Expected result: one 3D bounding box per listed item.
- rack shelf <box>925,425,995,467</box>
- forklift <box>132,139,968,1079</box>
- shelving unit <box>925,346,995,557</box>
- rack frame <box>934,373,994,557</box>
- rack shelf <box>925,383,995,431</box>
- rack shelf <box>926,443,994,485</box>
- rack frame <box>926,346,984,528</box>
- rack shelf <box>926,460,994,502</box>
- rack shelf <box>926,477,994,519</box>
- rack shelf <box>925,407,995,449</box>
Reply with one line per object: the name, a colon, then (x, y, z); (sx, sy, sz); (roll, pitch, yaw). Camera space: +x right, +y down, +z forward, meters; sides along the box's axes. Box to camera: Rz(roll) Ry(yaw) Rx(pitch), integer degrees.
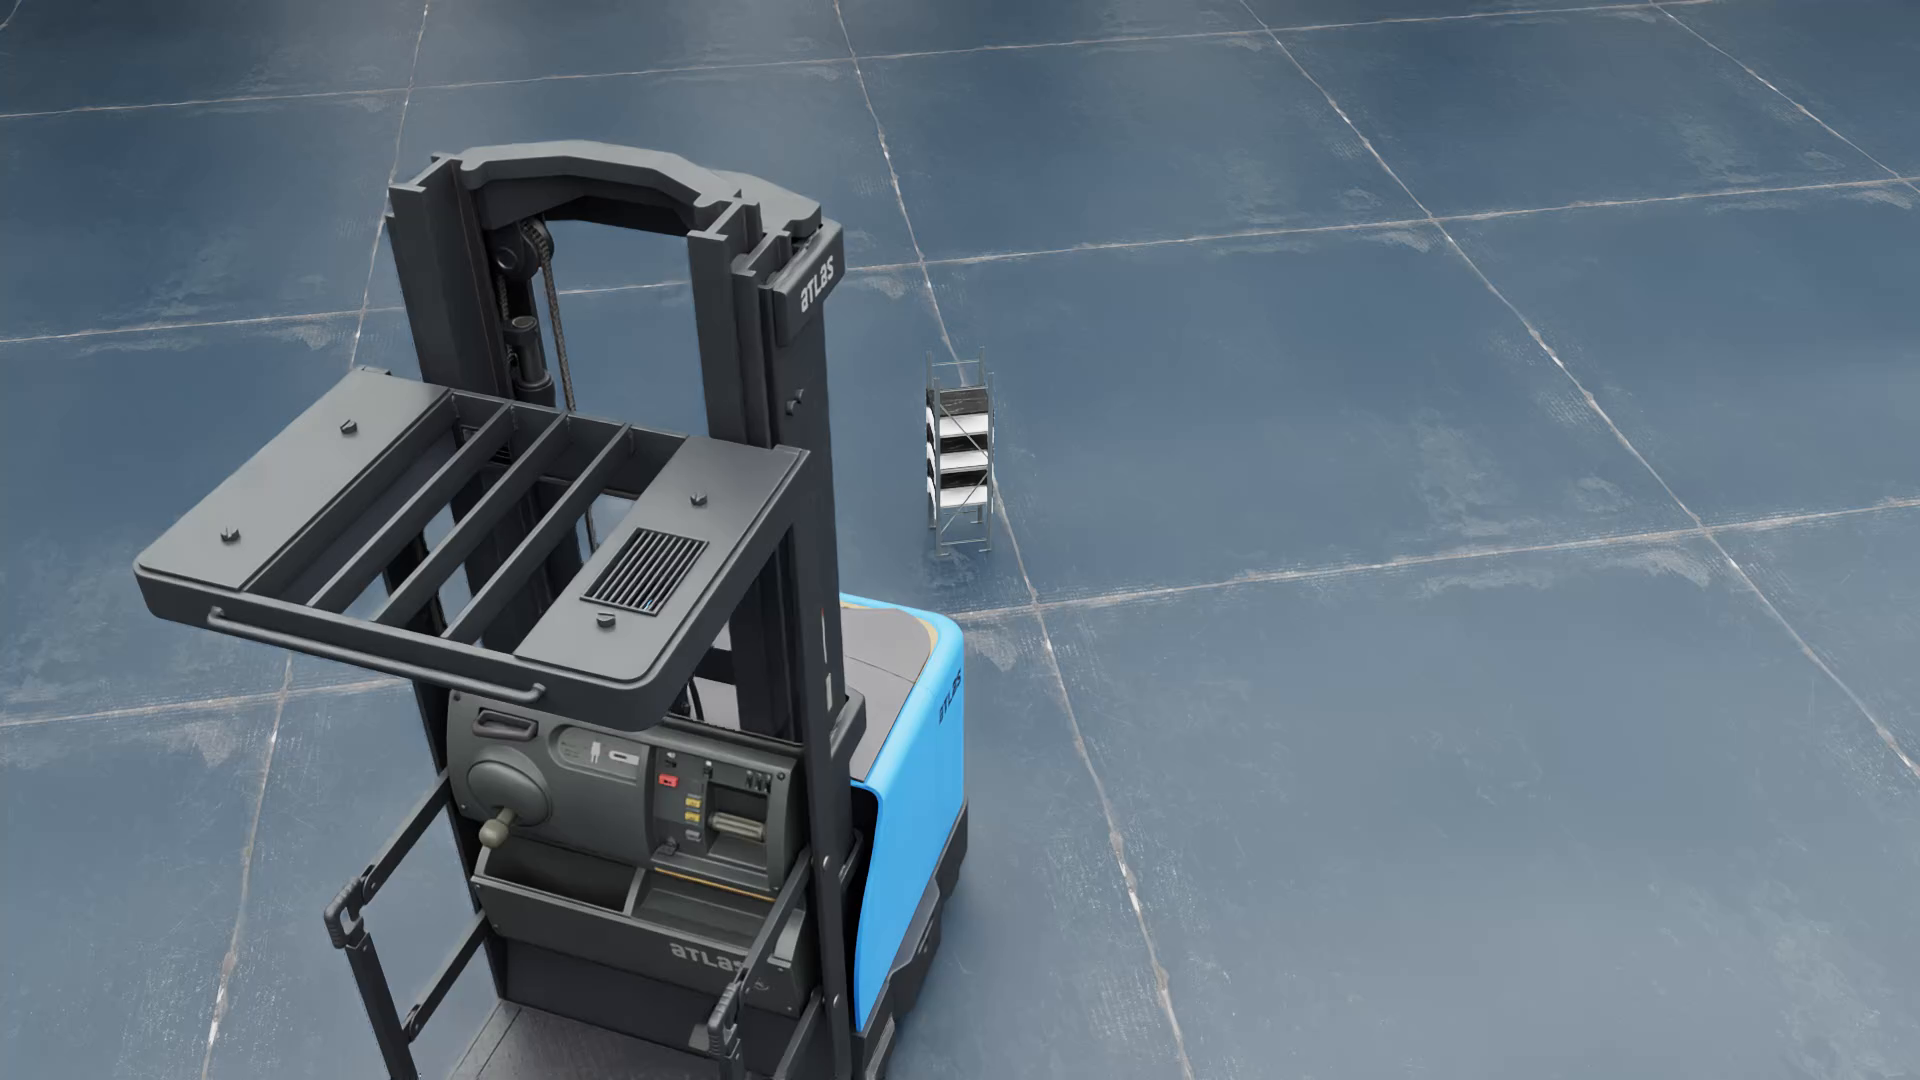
rack shelf: (-0.001, -0.405, 6.945); (0.258, 0.077, 0.200); (-6, 38, -8)
forklift: (-0.917, 0.700, 3.960); (1.130, 2.935, 3.031); (11, 39, 14)
shelving unit: (-0.001, -0.360, 6.980); (0.258, 0.900, 0.210); (-6, 38, -8)
rack frame: (0.016, -0.299, 6.901); (0.240, 0.900, 0.006); (-6, 38, -8)
rack shelf: (-0.001, -0.547, 6.835); (0.258, 0.077, 0.200); (-6, 38, -8)
rack shelf: (-0.001, -0.334, 7.001); (0.258, 0.077, 0.200); (-6, 38, -8)
rack frame: (-0.019, -0.422, 7.059); (0.240, 0.900, 0.006); (-6, 38, -8)
rack shelf: (-0.001, -0.263, 7.056); (0.258, 0.077, 0.200); (-6, 38, -8)
rack shelf: (-0.001, -0.192, 7.111); (0.258, 0.077, 0.200); (-6, 38, -8)
rack shelf: (-0.001, -0.476, 6.890); (0.258, 0.077, 0.200); (-6, 38, -8)
